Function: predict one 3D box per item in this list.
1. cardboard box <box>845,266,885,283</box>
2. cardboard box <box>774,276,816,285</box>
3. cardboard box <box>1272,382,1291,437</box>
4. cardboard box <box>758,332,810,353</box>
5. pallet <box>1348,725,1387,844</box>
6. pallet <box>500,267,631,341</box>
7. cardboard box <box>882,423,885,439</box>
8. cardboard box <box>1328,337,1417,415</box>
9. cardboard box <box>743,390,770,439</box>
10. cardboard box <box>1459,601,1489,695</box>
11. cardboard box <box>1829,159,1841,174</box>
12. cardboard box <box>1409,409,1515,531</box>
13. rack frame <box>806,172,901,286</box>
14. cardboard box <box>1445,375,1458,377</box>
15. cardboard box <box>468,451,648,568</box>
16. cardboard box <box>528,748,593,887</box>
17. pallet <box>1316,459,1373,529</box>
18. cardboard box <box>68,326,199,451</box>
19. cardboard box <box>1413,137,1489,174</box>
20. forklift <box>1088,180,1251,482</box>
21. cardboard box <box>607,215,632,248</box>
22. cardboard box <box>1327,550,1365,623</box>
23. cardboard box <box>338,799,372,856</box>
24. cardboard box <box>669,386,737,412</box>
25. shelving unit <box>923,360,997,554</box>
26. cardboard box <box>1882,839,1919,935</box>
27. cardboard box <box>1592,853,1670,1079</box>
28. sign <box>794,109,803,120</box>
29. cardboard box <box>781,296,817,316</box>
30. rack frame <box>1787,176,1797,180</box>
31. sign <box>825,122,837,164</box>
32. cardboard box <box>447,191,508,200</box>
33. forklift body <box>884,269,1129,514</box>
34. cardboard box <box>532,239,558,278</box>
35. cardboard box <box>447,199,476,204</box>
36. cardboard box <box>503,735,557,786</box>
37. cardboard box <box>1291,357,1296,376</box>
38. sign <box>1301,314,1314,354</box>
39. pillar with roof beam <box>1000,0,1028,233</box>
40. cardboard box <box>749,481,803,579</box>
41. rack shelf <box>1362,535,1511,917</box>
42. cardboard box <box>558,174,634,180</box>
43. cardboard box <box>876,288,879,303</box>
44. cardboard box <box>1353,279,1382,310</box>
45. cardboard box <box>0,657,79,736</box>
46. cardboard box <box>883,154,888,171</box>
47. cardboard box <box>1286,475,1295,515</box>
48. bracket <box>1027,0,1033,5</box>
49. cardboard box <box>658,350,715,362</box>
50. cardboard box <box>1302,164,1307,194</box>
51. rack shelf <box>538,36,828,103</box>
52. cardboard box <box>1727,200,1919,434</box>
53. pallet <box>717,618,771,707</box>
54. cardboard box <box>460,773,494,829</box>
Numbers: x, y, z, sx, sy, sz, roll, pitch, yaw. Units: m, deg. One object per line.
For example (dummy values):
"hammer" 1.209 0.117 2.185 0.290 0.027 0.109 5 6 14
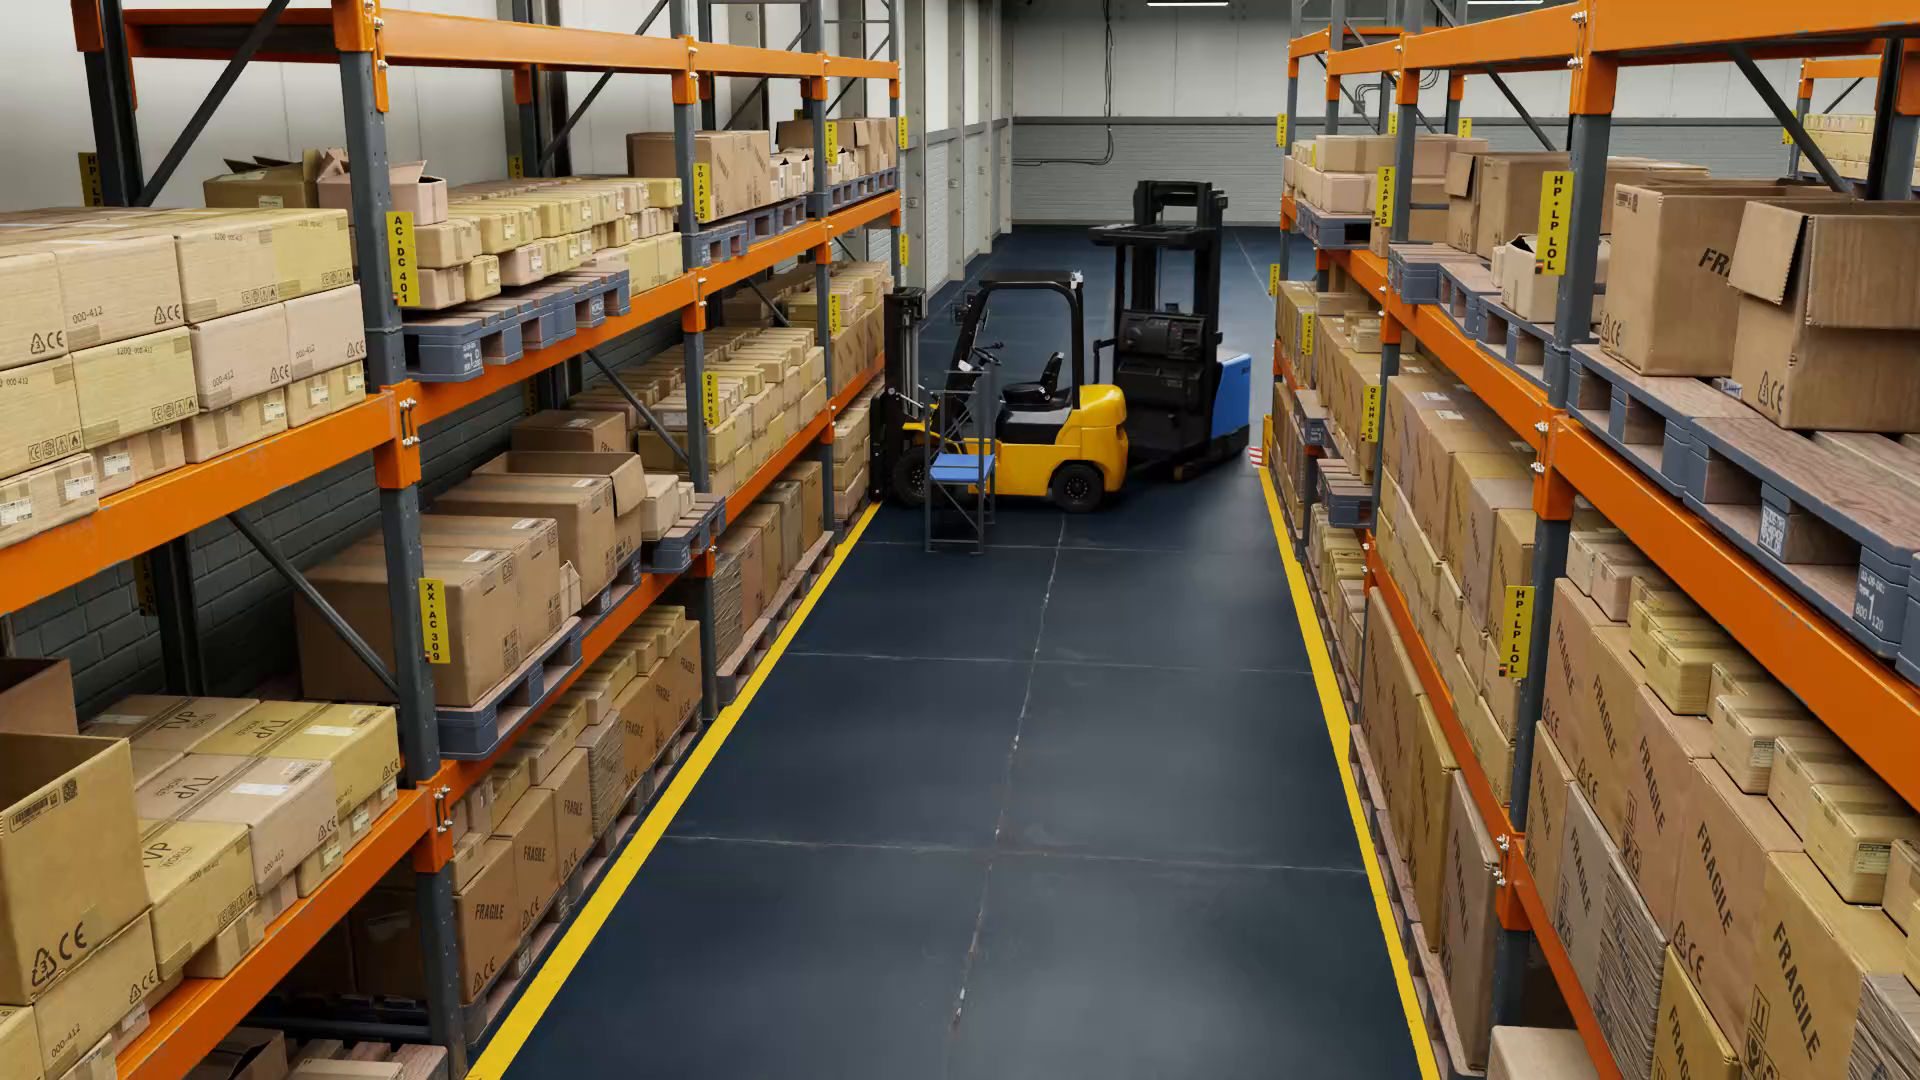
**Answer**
"cardboard box" -0.963 -2.681 16.825 0.380 0.149 0.250 2 15 8
"cardboard box" -1.586 -2.432 15.906 0.380 0.149 0.250 2 15 7
"cardboard box" 3.432 -1.293 16.725 0.500 0.500 0.500 1 15 4
"cardboard box" -1.413 -1.570 13.286 0.380 0.149 0.250 1 15 5
"pallet" 2.733 1.360 9.228 1.003 0.211 1.213 2 15 6
"pallet" -2.229 -1.089 7.558 1.213 0.211 1.003 2 15 6
"cardboard box" -0.982 -1.125 16.583 0.500 0.250 0.500 1 15 5
"cardboard box" 2.838 -1.116 11.476 0.500 0.500 0.500 1 15 4
"cardboard box" -1.608 -0.875 11.482 0.500 0.250 0.500 1 15 5
"cardboard box" 2.303 0.429 6.659 0.500 0.250 0.500 2 15 8
"cardboard box" 8.287 -3.445 15.394 0.380 0.149 0.250 2 15 7
"cardboard box" 2.478 -0.336 8.050 0.500 0.500 0.500 2 15 8
"rack frame" -1.133 -2.408 17.822 1.000 3.000 0.127 2 15 6
"cardboard box" 3.178 -0.693 9.911 0.500 0.500 0.500 1 15 5
"cardboard box" -2.036 -0.157 8.495 0.797 0.503 0.637 1 15 5
"cardboard box" -2.097 1.321 8.013 0.500 0.500 0.500 1 15 5
"pallet" 2.872 -0.284 10.332 1.213 0.211 1.003 2 15 6
"cardboard box" -2.410 -0.415 4.422 0.500 0.250 0.500 2 15 7
"cardboard box" 3.316 -2.626 11.405 0.500 0.250 0.500 2 15 7
"forklift" 1.966 -2.142 16.970 1.130 2.935 3.031 9 18 31
"cardboard box" -1.924 -1.603 8.620 0.380 0.149 0.250 2 15 6
"cardboard box" 3.137 0.343 11.876 0.950 0.372 0.625 2 15 8
"cardboard box" -2.279 0.984 5.760 0.380 0.149 0.250 2 15 8
"cardboard box" -1.674 -0.906 10.830 0.380 0.149 0.250 2 15 8
"shelving unit" 0.010 -0.746 14.548 0.538 1.500 1.048 2 15 6
"cardboard box" 1.955 0.678 3.059 0.380 0.149 0.250 2 15 6
"cardboard box" 2.009 1.174 4.382 0.500 0.500 0.500 2 15 7
"sign" -1.683 -4.334 17.372 0.100 0.325 0.005 2 15 6
"cardboard box" -1.331 -2.021 14.385 0.380 0.149 0.250 2 15 7
"rack frame" 8.730 -2.144 16.843 1.000 3.000 0.127 2 15 6
"sign" -1.044 -3.207 13.436 0.100 0.325 0.005 2 15 6
"cardboard box" -2.435 -1.627 8.141 0.380 0.149 0.250 2 15 6
"forklift body" 0.466 -1.453 15.915 2.313 2.155 1.214 2 15 6
"cardboard box" -1.945 -1.205 7.109 0.380 0.149 0.250 2 15 6
"cardboard box" -2.372 -1.432 7.381 0.380 0.149 0.250 2 15 7
"cardboard box" -2.127 1.033 7.836 0.380 0.149 0.250 2 15 6
"cardboard box" 3.245 -1.594 15.290 0.380 0.149 0.250 2 15 7
"sign" 2.809 -1.658 13.387 0.100 0.325 0.005 2 15 6
"pillar with roof beam" 5.556 -12.804 44.776 9.100 9.000 0.548 2 15 6
"cardboard box" -1.727 -0.091 12.996 0.875 0.625 0.625 2 15 6
"rack shelf" 2.671 0.678 7.787 1.077 0.370 4.000 2 15 6
"cardboard box" -2.208 -2.156 10.432 0.500 0.250 0.500 2 15 6
"cardboard box" -1.005 -2.404 16.373 0.380 0.149 0.250 1 15 4
"cardboard box" 3.614 -2.008 13.664 0.700 0.500 0.500 2 15 6
"cardboard box" -2.919 0.649 4.796 0.500 0.500 0.500 1 15 5
"cardboard box" -0.924 -3.762 16.568 0.380 0.149 0.250 1 15 5
"cardboard box" 3.198 -0.401 14.861 0.500 0.250 0.500 1 15 5
"bracket" 1.946 -15.381 47.407 0.235 0.232 0.430 2 15 6
"cardboard box" -2.033 -1.318 12.357 0.380 0.149 0.250 2 15 6
"cardboard box" 3.259 -3.130 14.463 0.500 0.250 0.500 1 15 5
"rack shelf" -1.810 -3.208 11.430 1.077 0.370 4.000 2 15 6
"cardboard box" 2.326 -0.549 4.005 0.797 0.503 0.637 3 15 11
"pallet" -1.904 0.800 11.298 1.003 0.211 1.213 2 15 6
"cardboard box" -2.200 1.097 7.030 0.380 0.149 0.250 1 15 4
